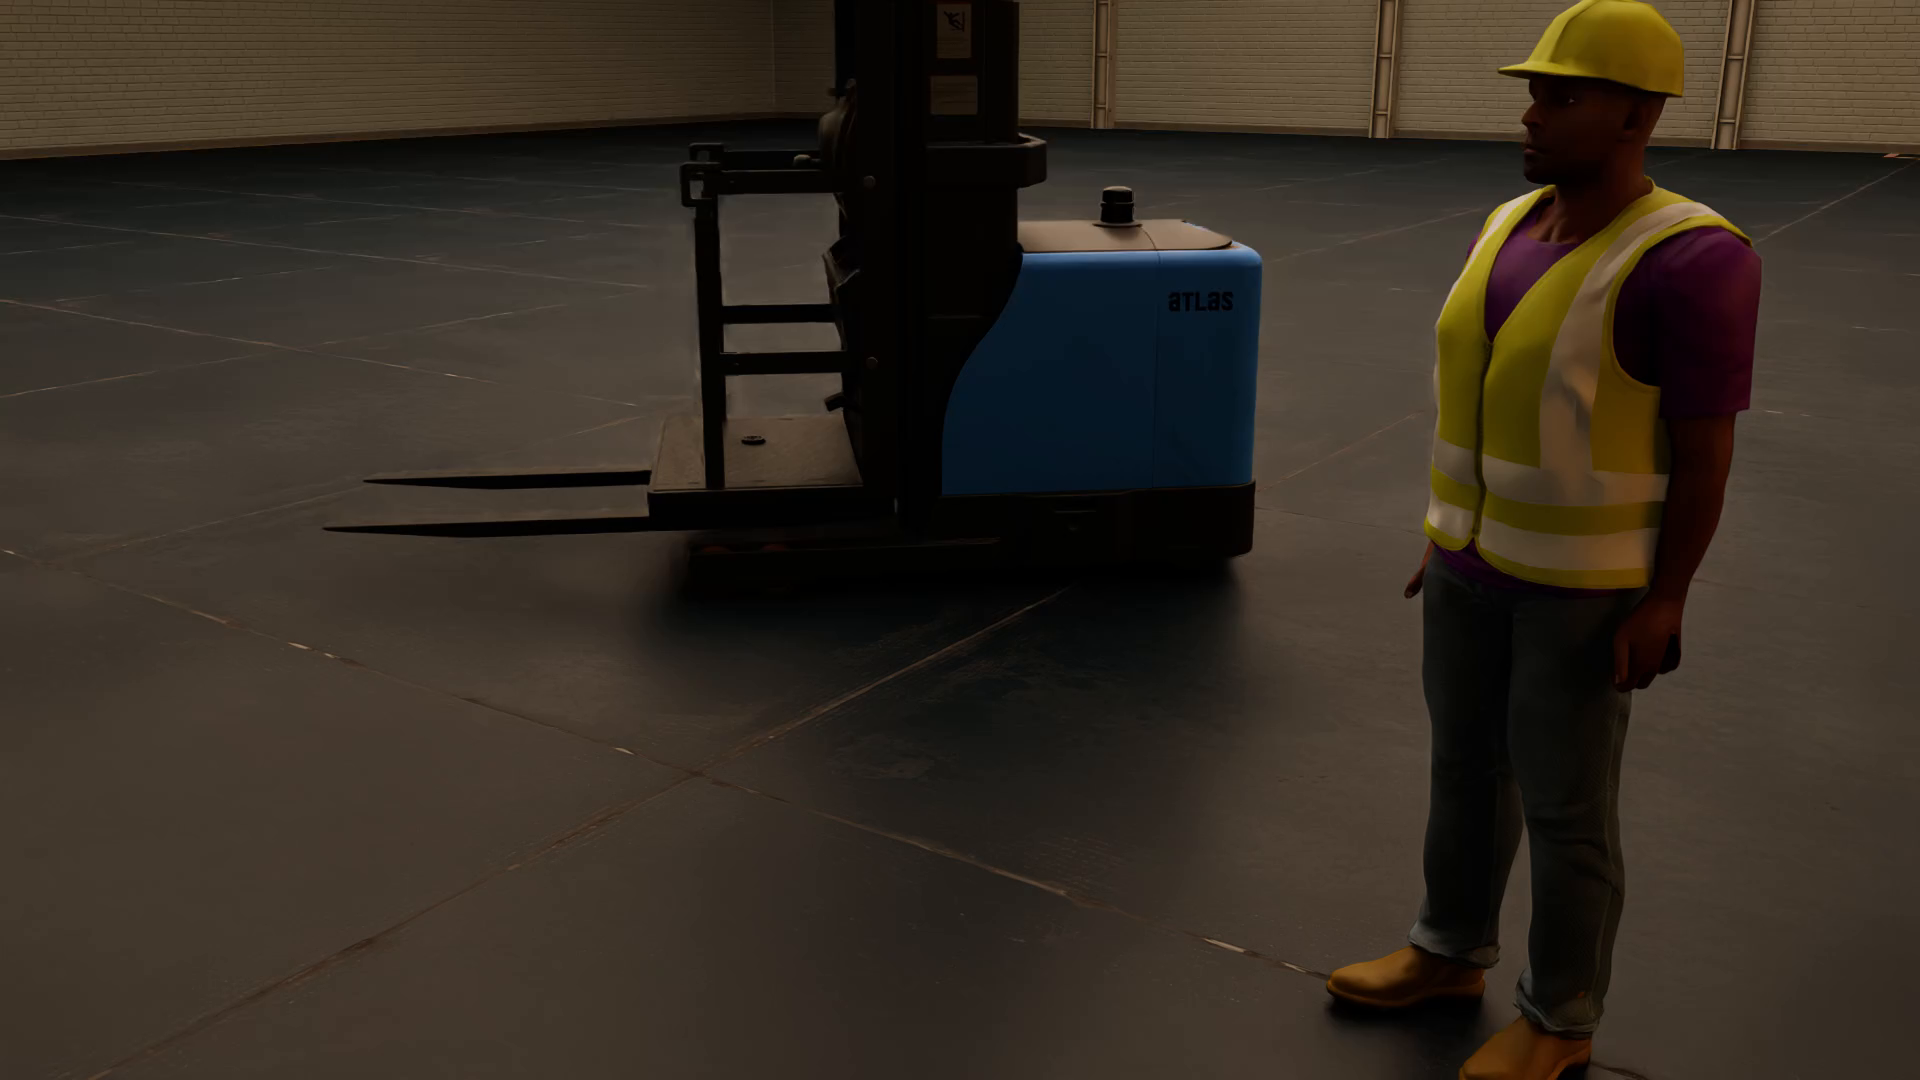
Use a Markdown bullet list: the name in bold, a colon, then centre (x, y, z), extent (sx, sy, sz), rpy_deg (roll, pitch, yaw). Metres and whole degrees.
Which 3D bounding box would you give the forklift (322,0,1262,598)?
- **forklift**: centre (-0.574, -1.378, 5.441), extent (3.031, 2.935, 1.130), rpy_deg (-2, 17, -7)

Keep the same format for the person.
- **person**: centre (0.941, 0.044, 2.720), extent (0.378, 1.771, 0.553), rpy_deg (-8, 18, -25)
